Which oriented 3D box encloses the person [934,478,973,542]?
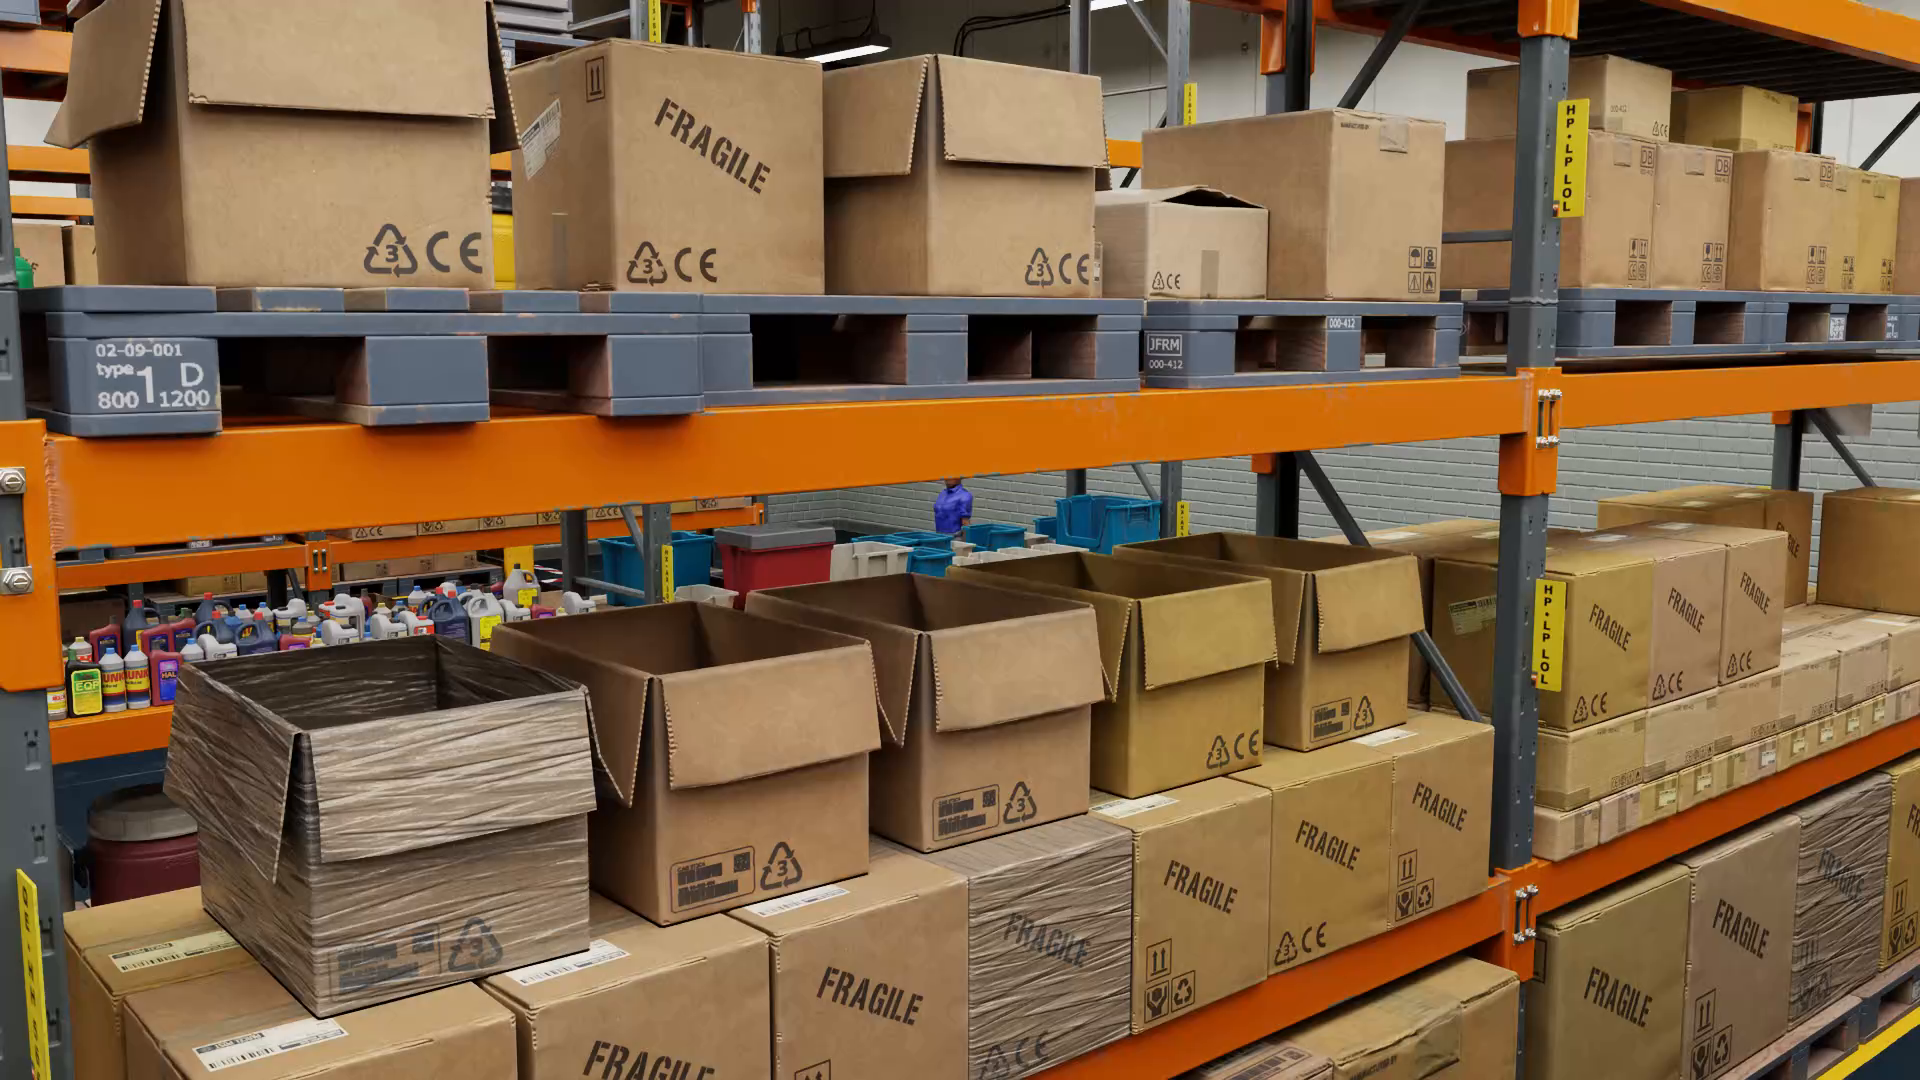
[{"bbox_3d":[-0.067,0.087,15.696,0.309,1.664,0.437,-6,10,-40],"label":"person"}]
